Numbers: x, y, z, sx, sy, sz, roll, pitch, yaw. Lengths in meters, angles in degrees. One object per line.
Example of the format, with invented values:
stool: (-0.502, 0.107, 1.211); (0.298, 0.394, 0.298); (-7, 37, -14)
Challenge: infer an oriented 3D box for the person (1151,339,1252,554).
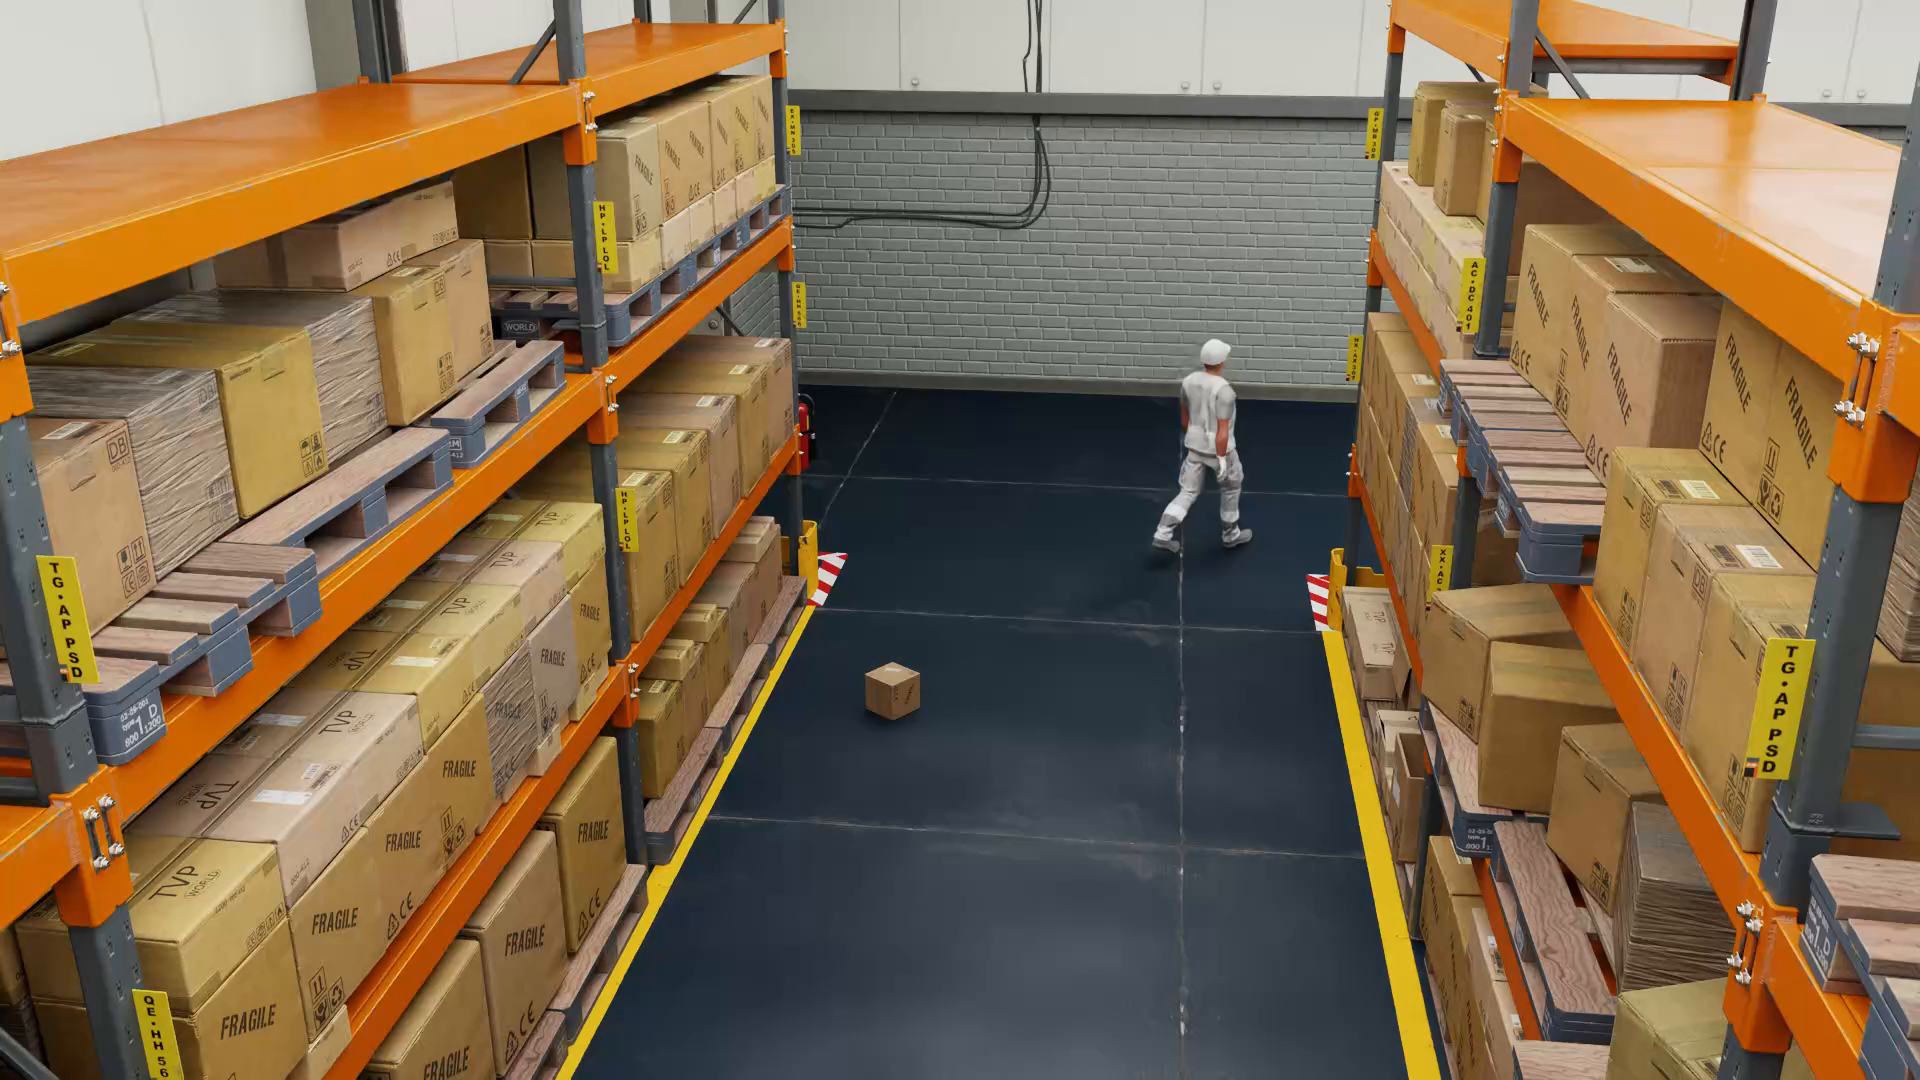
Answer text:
person: (1.921, -0.716, 12.923); (1.012, 1.754, 0.581); (-19, 28, -41)
